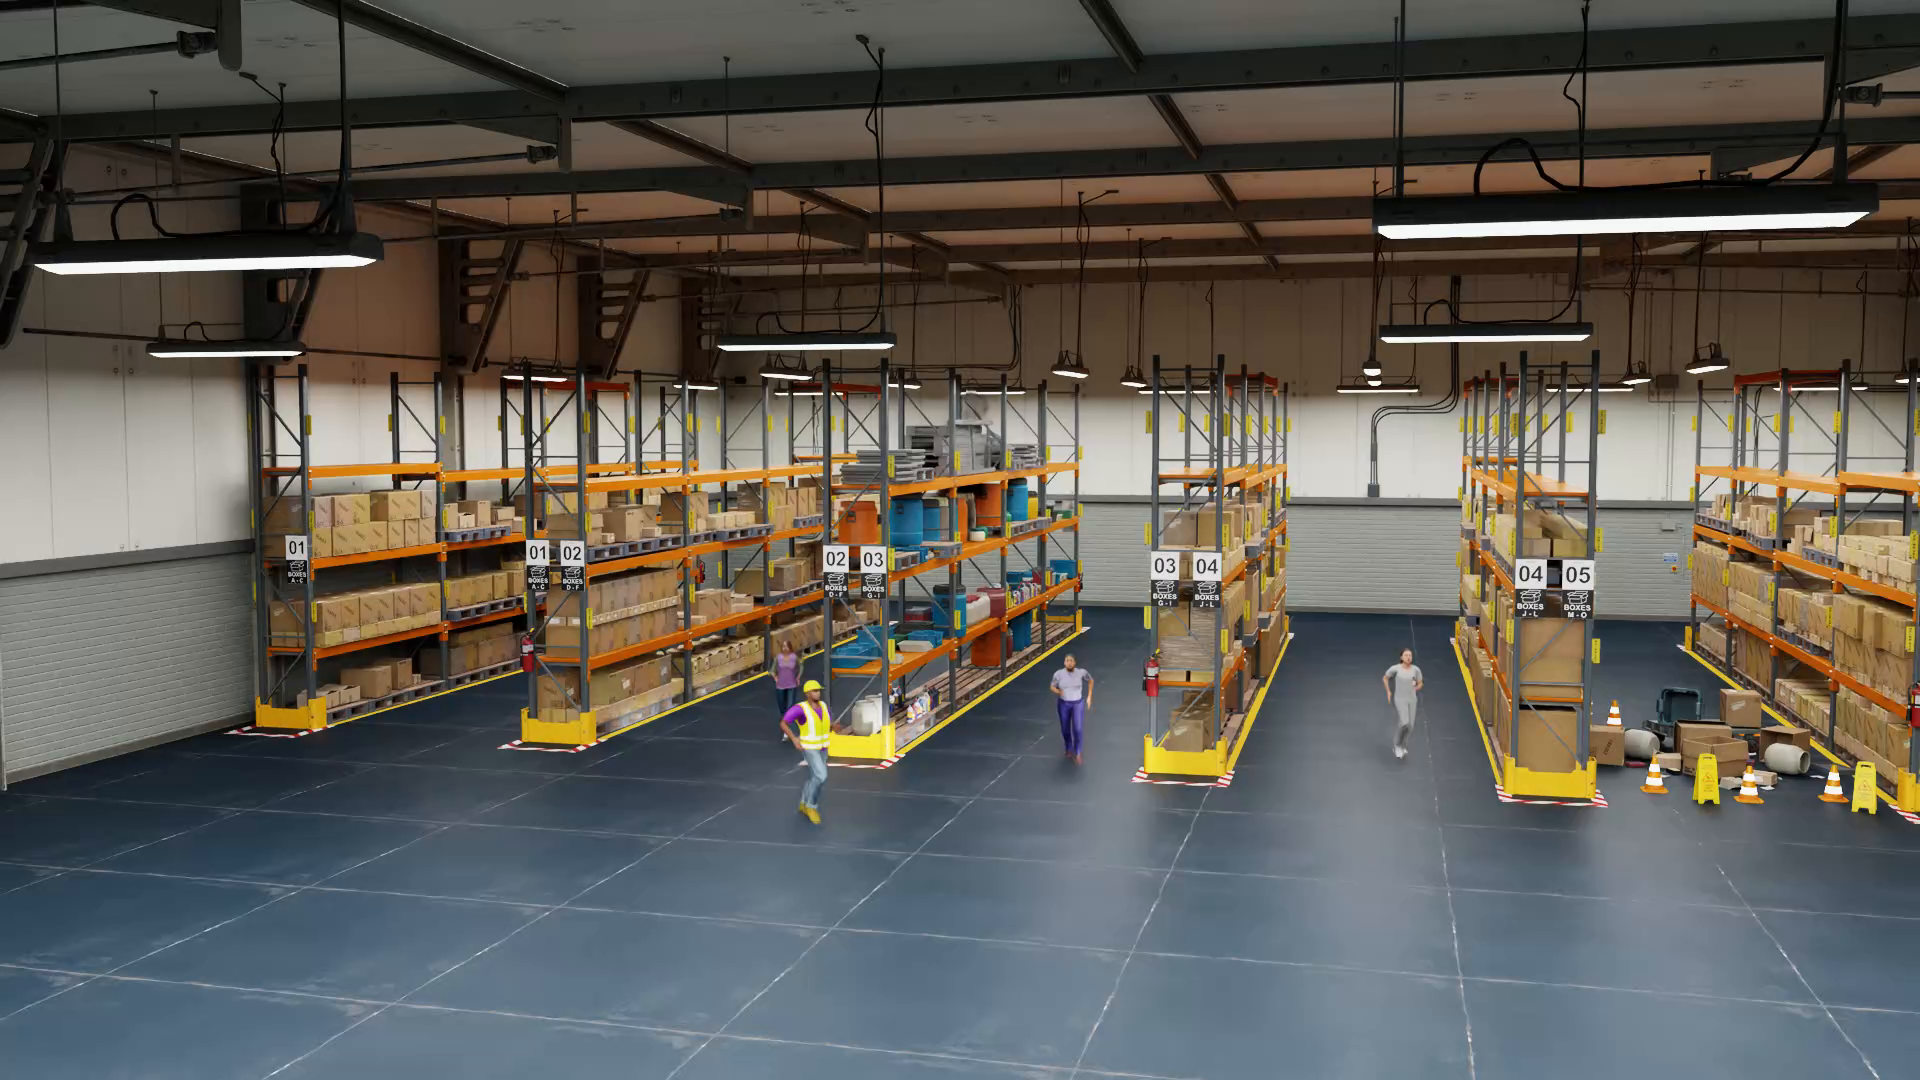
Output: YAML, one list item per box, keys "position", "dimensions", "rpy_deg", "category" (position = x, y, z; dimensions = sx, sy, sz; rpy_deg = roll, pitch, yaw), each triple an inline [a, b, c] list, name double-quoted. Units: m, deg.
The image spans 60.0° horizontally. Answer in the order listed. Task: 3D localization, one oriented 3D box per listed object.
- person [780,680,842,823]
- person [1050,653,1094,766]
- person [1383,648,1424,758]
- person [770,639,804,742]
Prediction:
- position: [-1.828, 2.677, 21.063]
  dimensions: [0.689, 1.804, 0.675]
  rpy_deg: [3, 5, 38]
  category: "person"
- position: [1.655, 2.503, 24.696]
  dimensions: [0.619, 1.666, 0.784]
  rpy_deg: [1, 4, 11]
  category: "person"
- position: [6.681, 2.444, 24.964]
  dimensions: [0.537, 1.659, 0.670]
  rpy_deg: [0, 4, -6]
  category: "person"
- position: [-2.774, 2.389, 26.656]
  dimensions: [0.538, 1.582, 0.812]
  rpy_deg: [0, 4, -2]
  category: "person"
